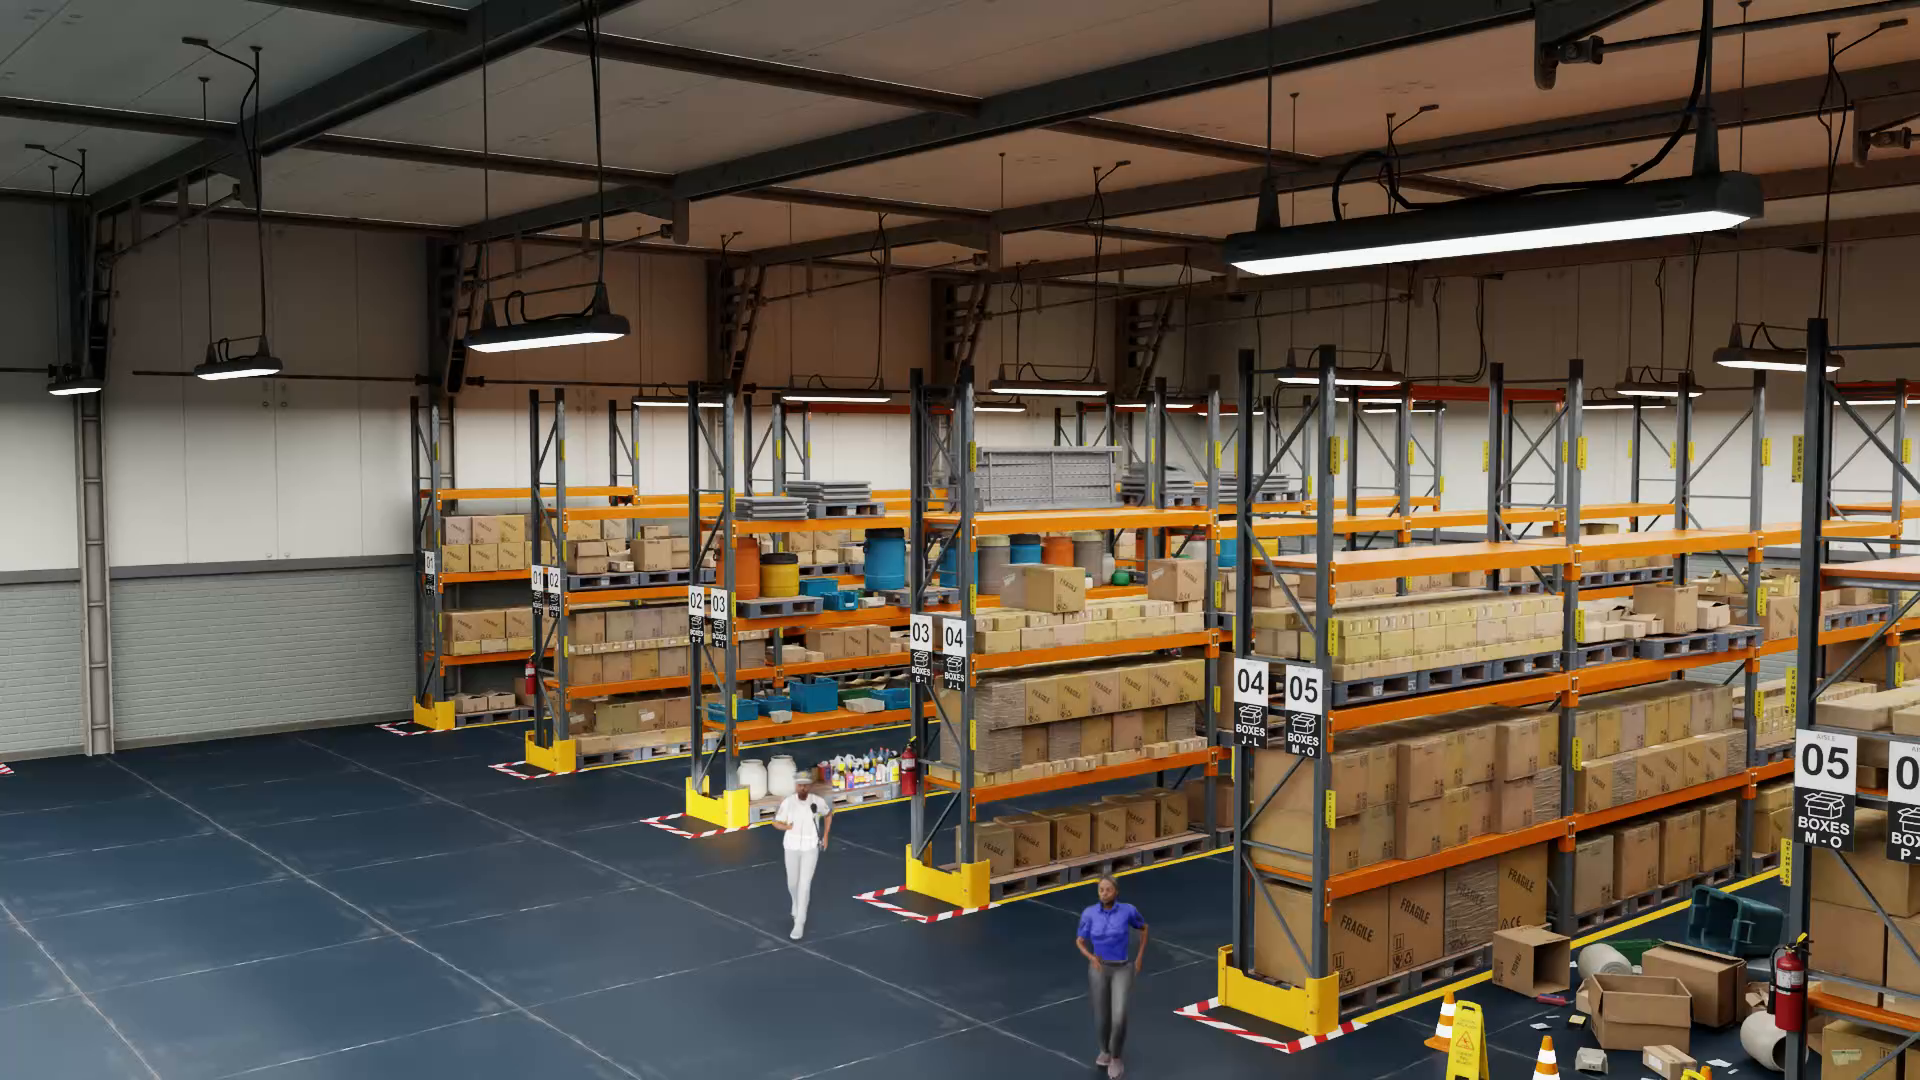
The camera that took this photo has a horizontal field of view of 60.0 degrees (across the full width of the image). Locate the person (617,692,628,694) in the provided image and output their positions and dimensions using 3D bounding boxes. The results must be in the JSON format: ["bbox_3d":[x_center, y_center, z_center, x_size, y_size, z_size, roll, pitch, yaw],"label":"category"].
[{"bbox_3d":[-5.994,2.514,29.703,0.705,1.846,0.898,2,4,35],"label":"person"}]

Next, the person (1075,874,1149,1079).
[{"bbox_3d":[1.228,3.552,13.549,0.576,1.653,0.654,1,3,12],"label":"person"}]

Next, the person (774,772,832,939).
[{"bbox_3d":[-1.662,3.256,17.541,0.586,1.684,0.934,0,3,3],"label":"person"}]
